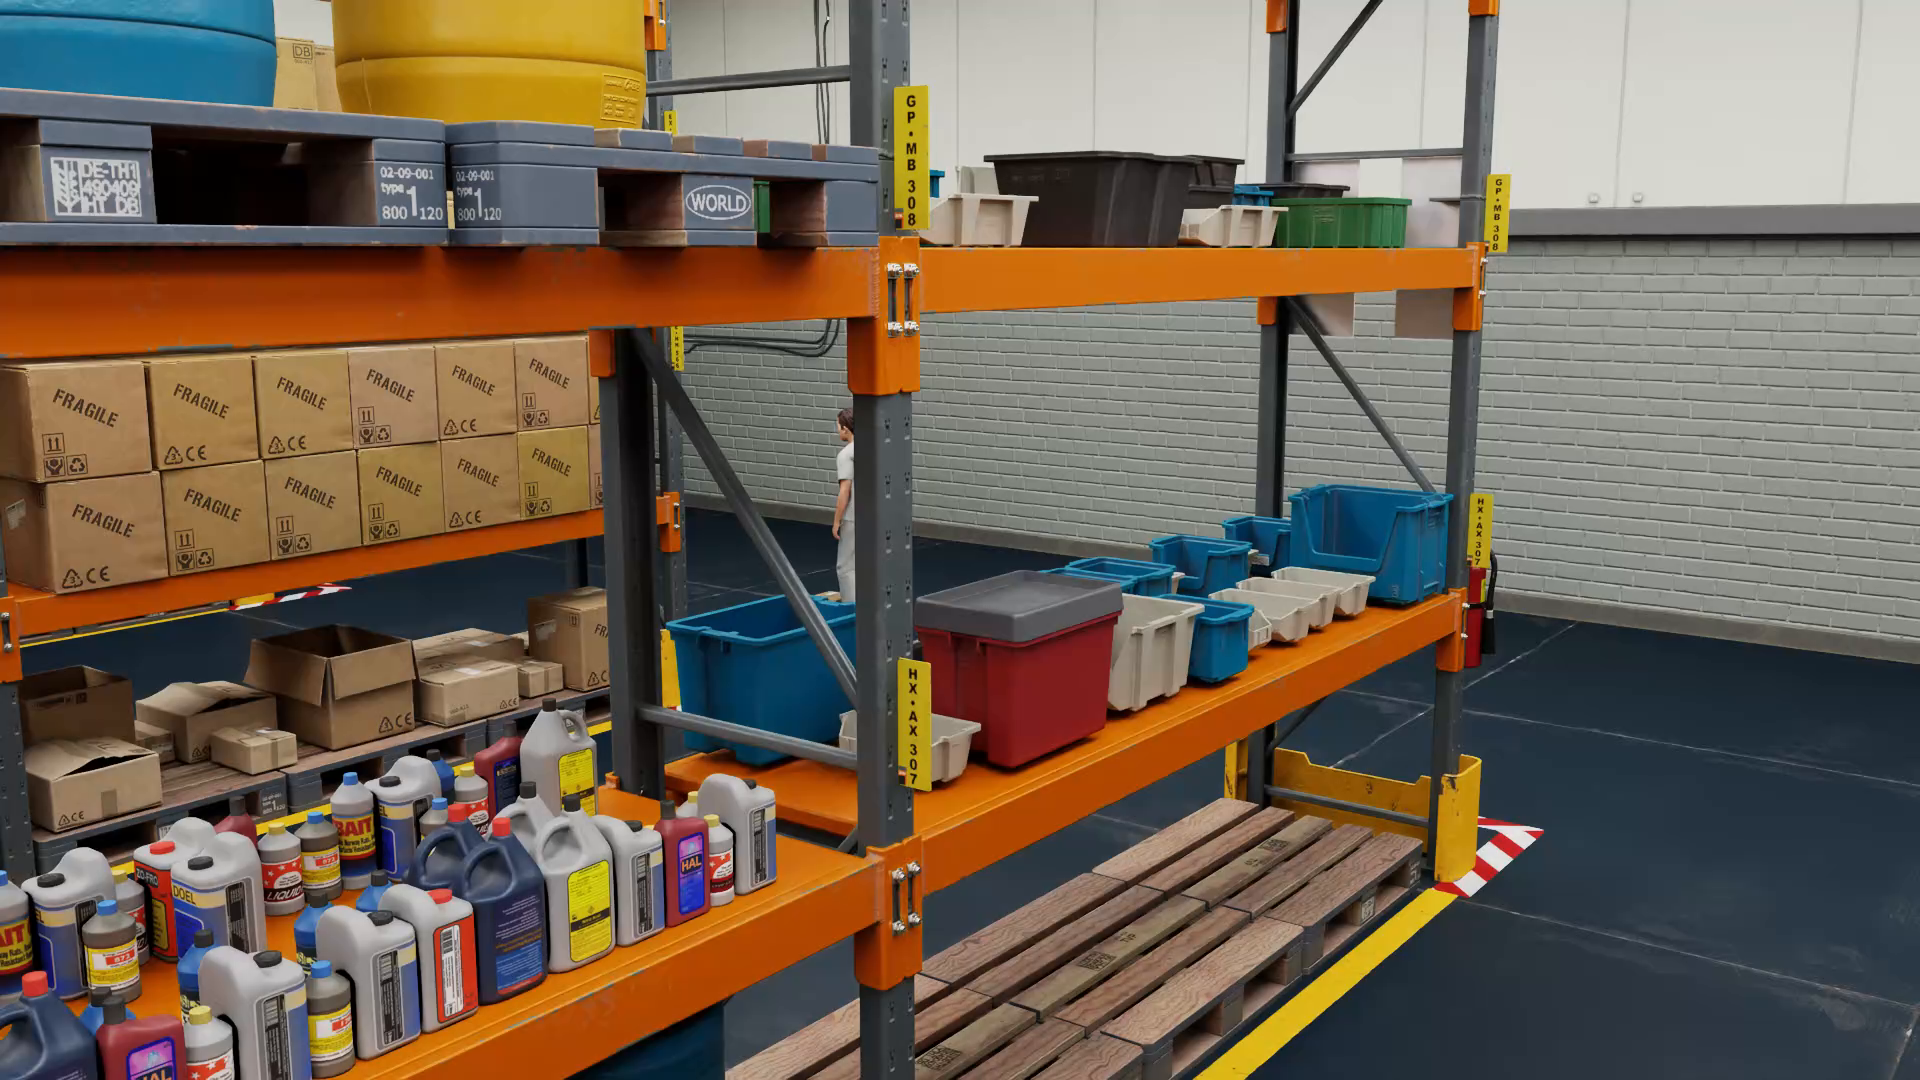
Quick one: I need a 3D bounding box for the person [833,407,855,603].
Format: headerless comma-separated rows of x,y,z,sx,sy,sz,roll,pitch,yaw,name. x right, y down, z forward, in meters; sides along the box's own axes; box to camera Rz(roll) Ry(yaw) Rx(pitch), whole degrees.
-0.744,-0.024,12.222,0.358,1.437,0.486,7,12,36,person
